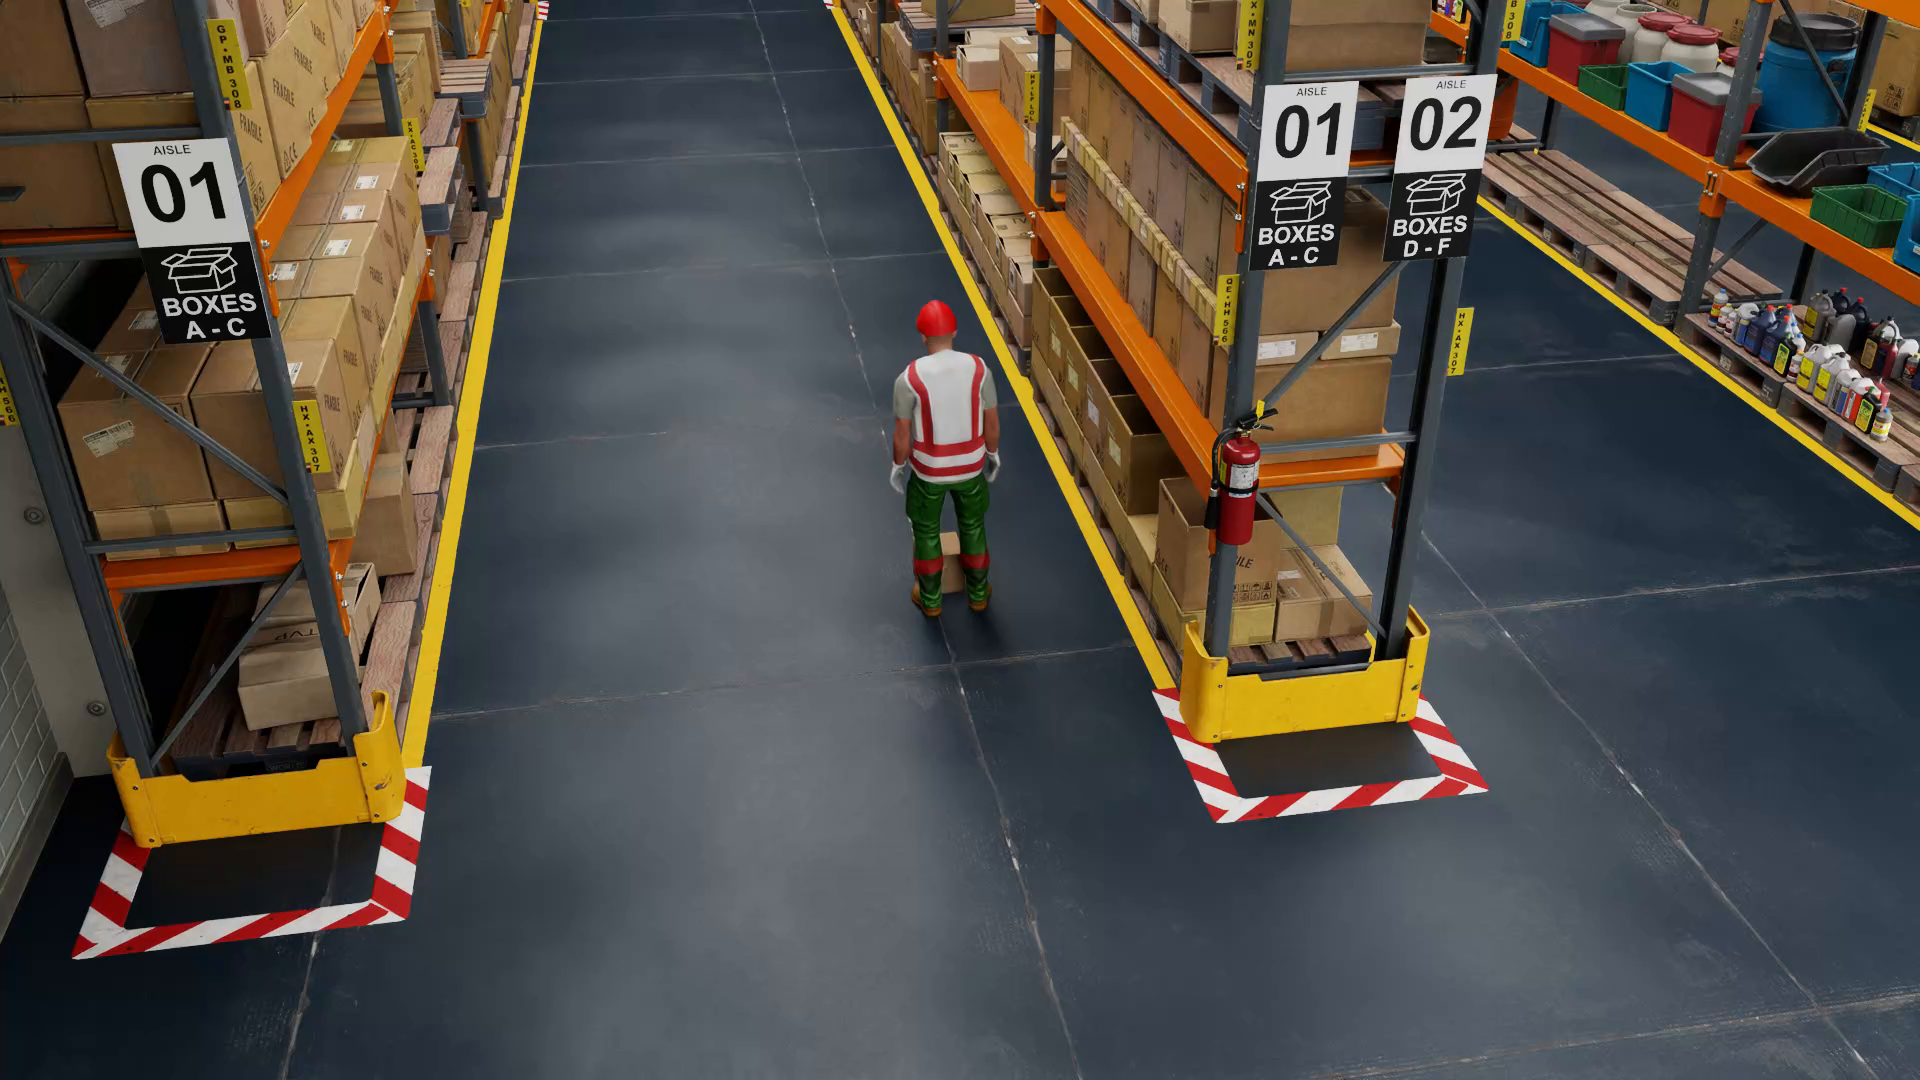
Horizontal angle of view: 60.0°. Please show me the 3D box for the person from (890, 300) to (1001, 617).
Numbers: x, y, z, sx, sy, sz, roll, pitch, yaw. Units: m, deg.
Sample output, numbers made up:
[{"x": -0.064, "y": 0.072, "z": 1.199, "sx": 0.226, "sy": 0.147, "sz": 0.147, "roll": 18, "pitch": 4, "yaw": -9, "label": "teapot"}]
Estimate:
[{"x": -0.078, "y": -0.410, "z": 8.828, "sx": 0.607, "sy": 1.774, "sz": 0.454, "roll": -7, "pitch": 31, "yaw": -11, "label": "person"}]
